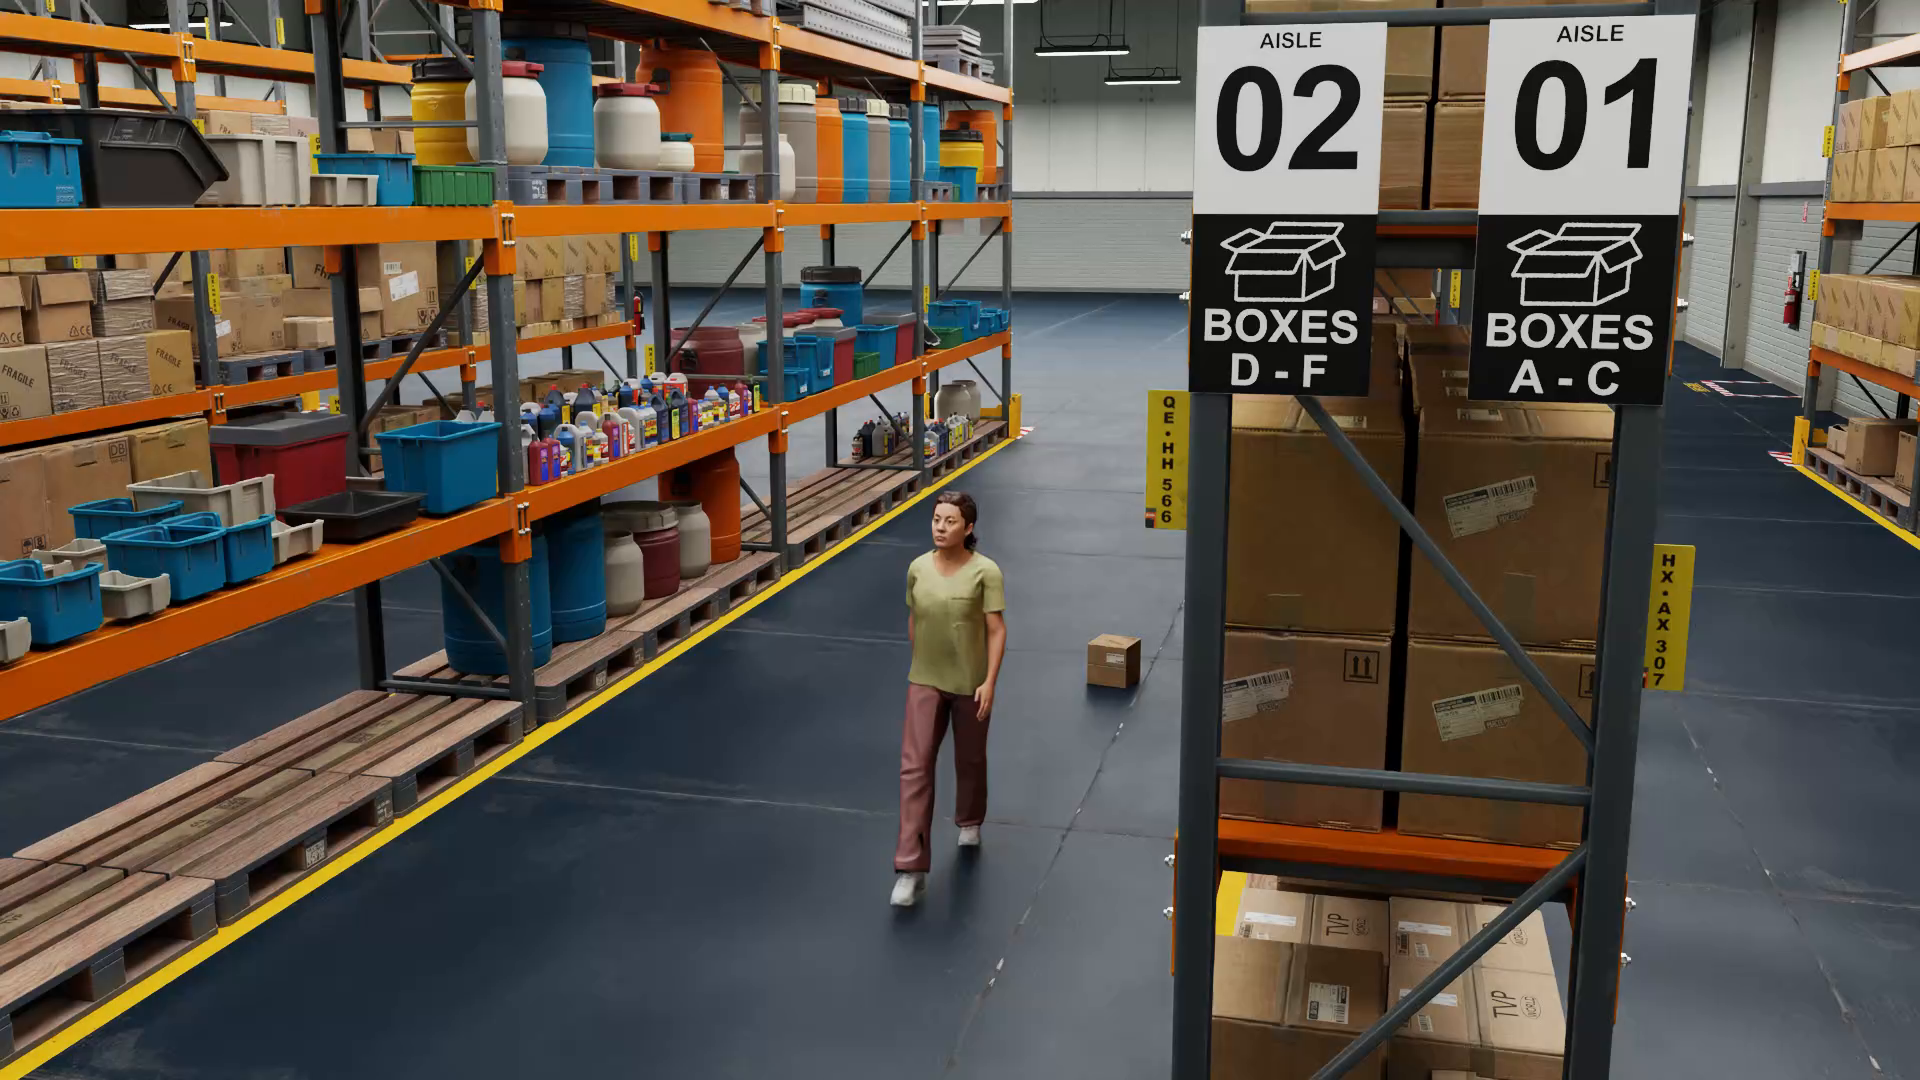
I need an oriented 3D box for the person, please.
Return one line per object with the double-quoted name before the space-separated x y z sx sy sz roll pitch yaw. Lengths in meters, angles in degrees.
"person" -0.041 0.610 6.907 0.453 1.611 1.005 2 12 10
